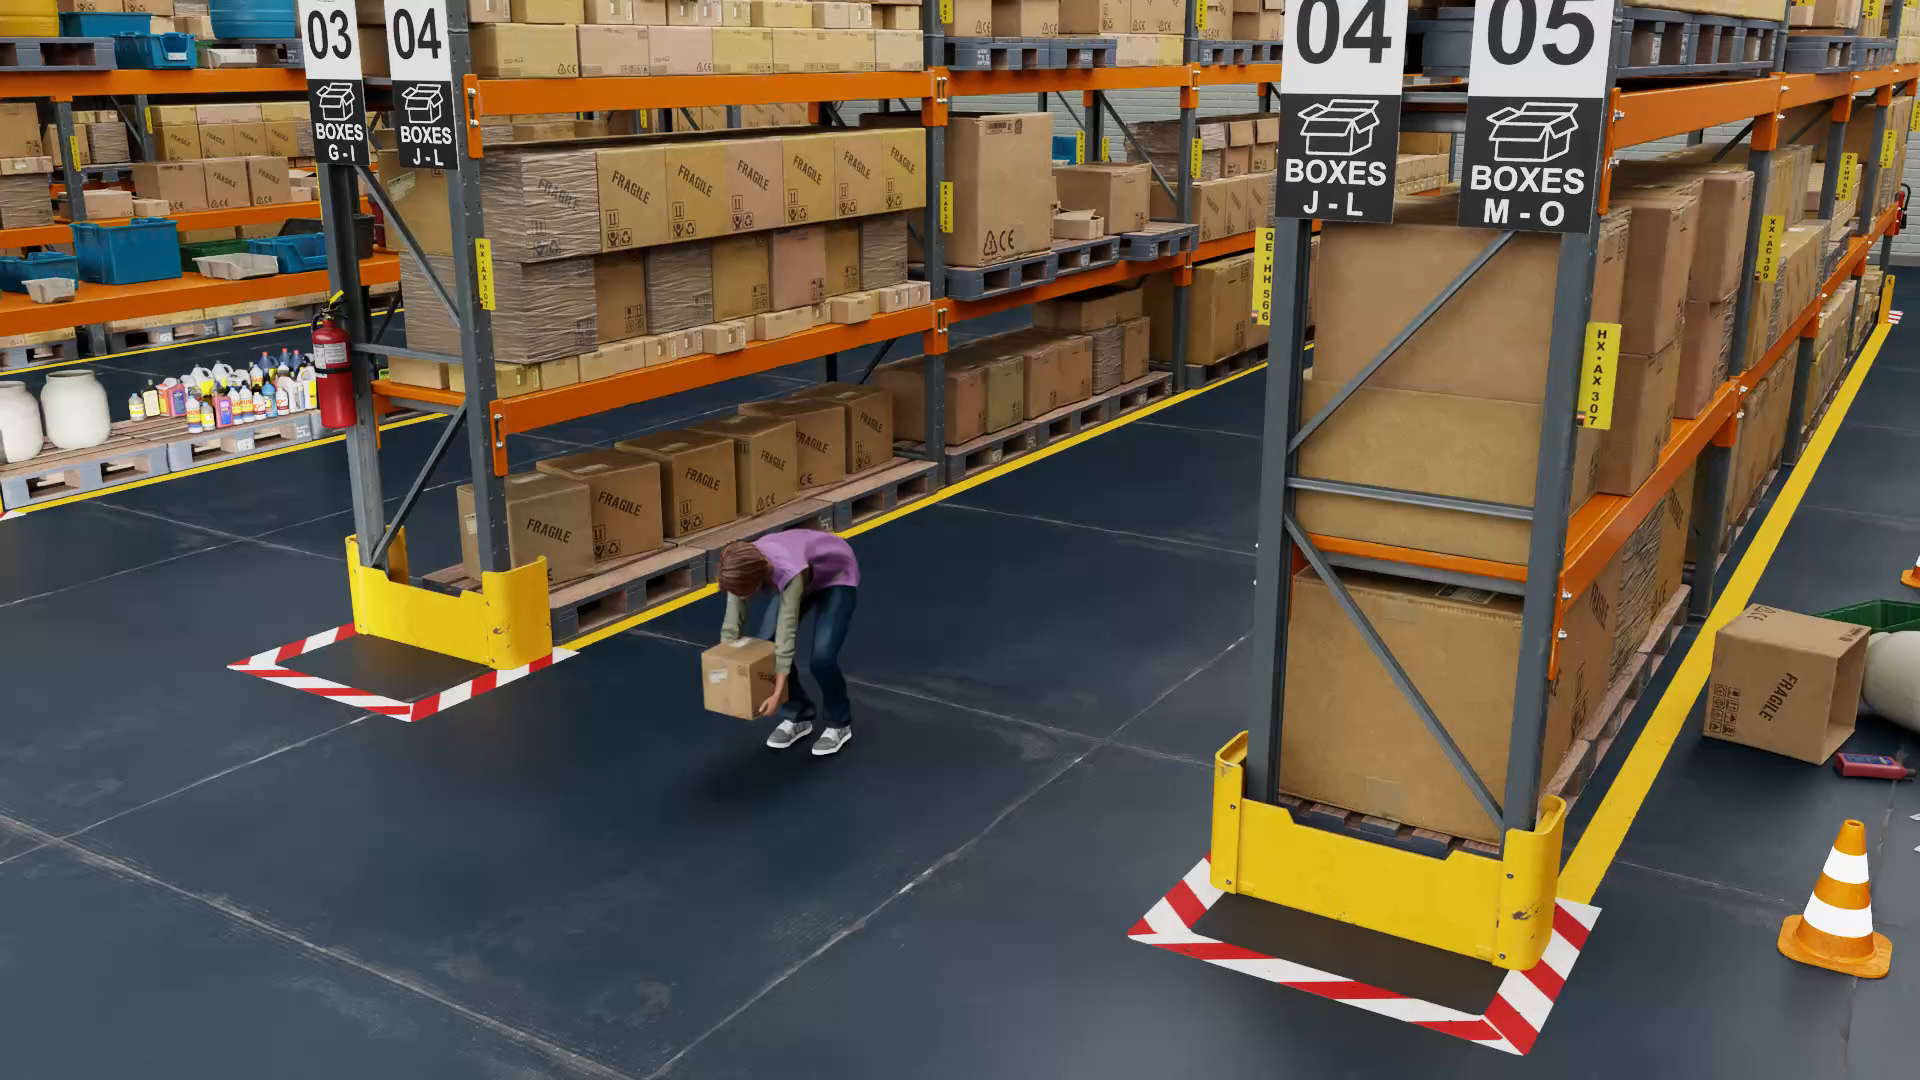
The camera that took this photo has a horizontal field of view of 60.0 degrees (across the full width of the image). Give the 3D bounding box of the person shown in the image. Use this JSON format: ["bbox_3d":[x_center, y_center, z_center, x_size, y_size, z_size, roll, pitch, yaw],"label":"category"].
[{"bbox_3d":[-0.677,0.427,7.158,0.369,1.005,0.635,9,19,28],"label":"person"}]
